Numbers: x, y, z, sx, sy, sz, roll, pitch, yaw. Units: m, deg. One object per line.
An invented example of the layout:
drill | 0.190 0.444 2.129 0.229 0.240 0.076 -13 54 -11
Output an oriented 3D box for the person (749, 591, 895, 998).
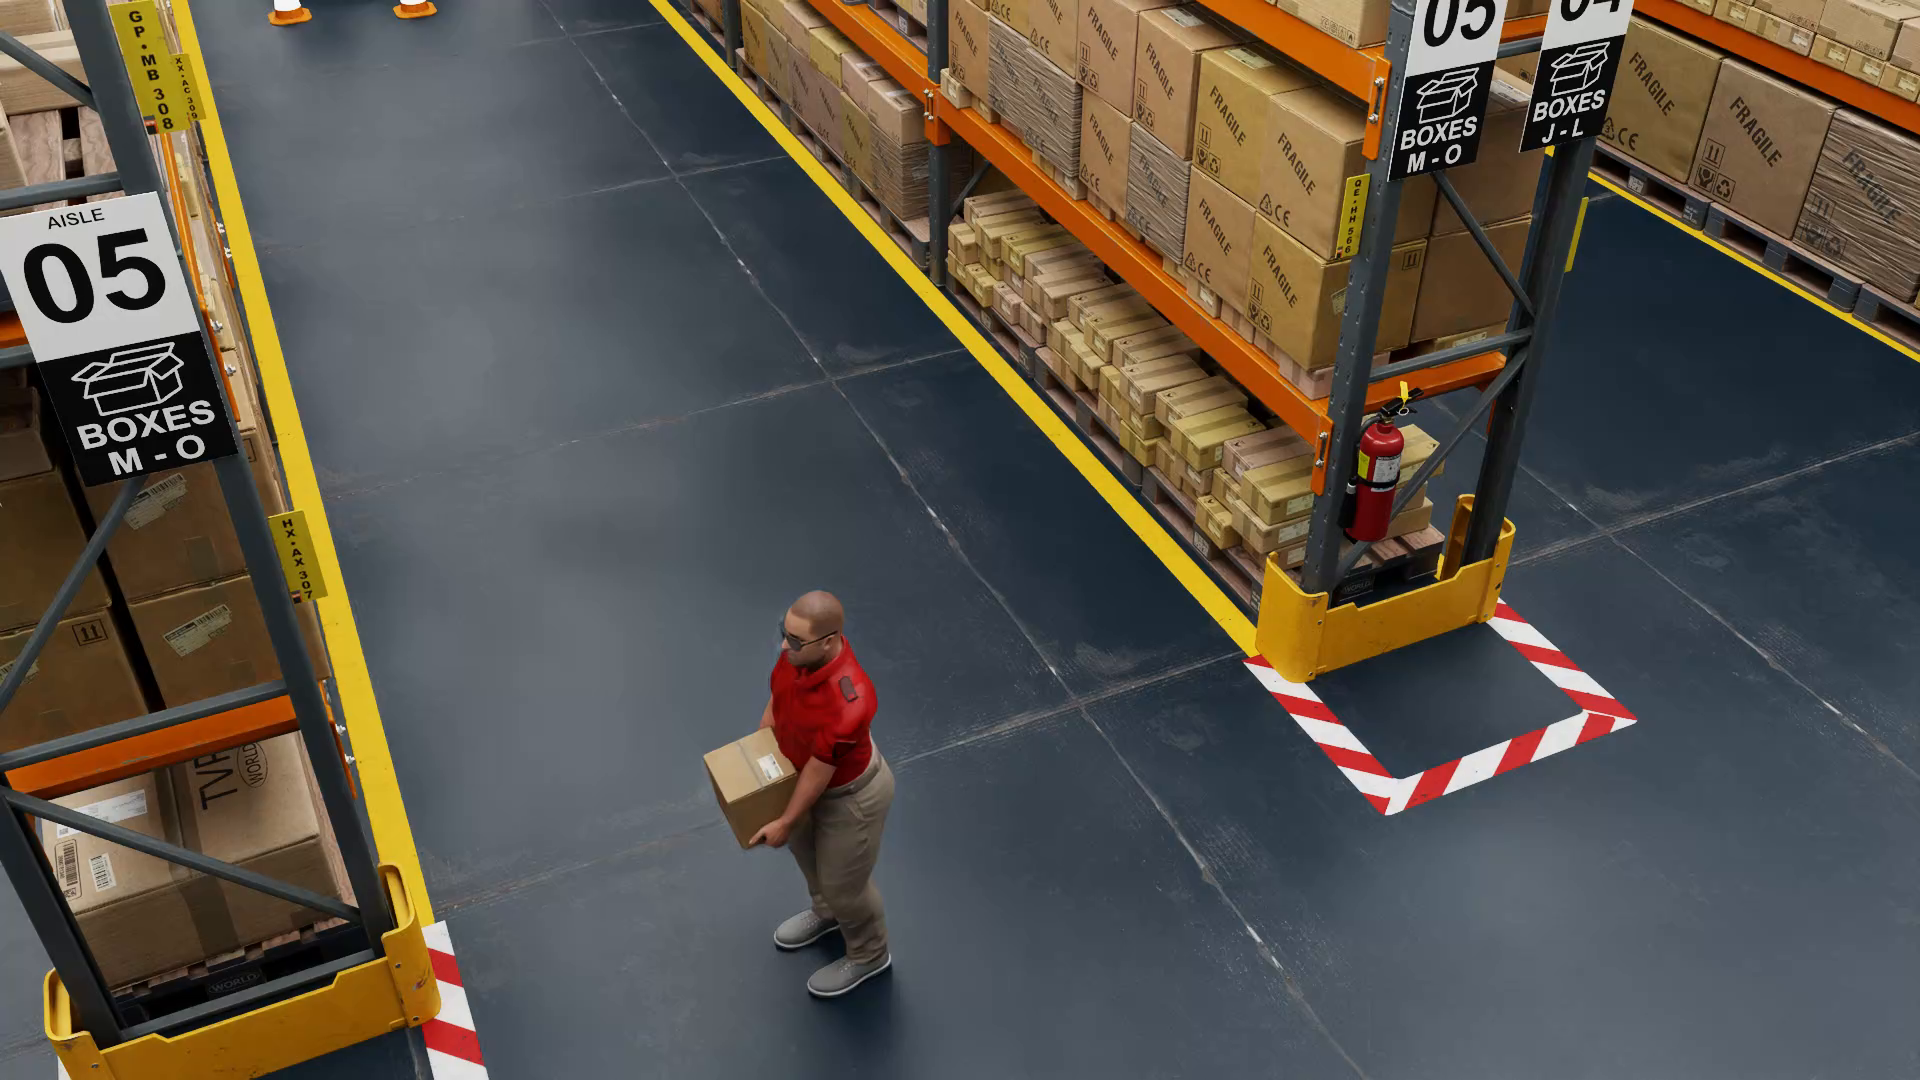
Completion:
person | -0.505 0.879 5.715 0.550 1.725 0.490 -16 40 -21
